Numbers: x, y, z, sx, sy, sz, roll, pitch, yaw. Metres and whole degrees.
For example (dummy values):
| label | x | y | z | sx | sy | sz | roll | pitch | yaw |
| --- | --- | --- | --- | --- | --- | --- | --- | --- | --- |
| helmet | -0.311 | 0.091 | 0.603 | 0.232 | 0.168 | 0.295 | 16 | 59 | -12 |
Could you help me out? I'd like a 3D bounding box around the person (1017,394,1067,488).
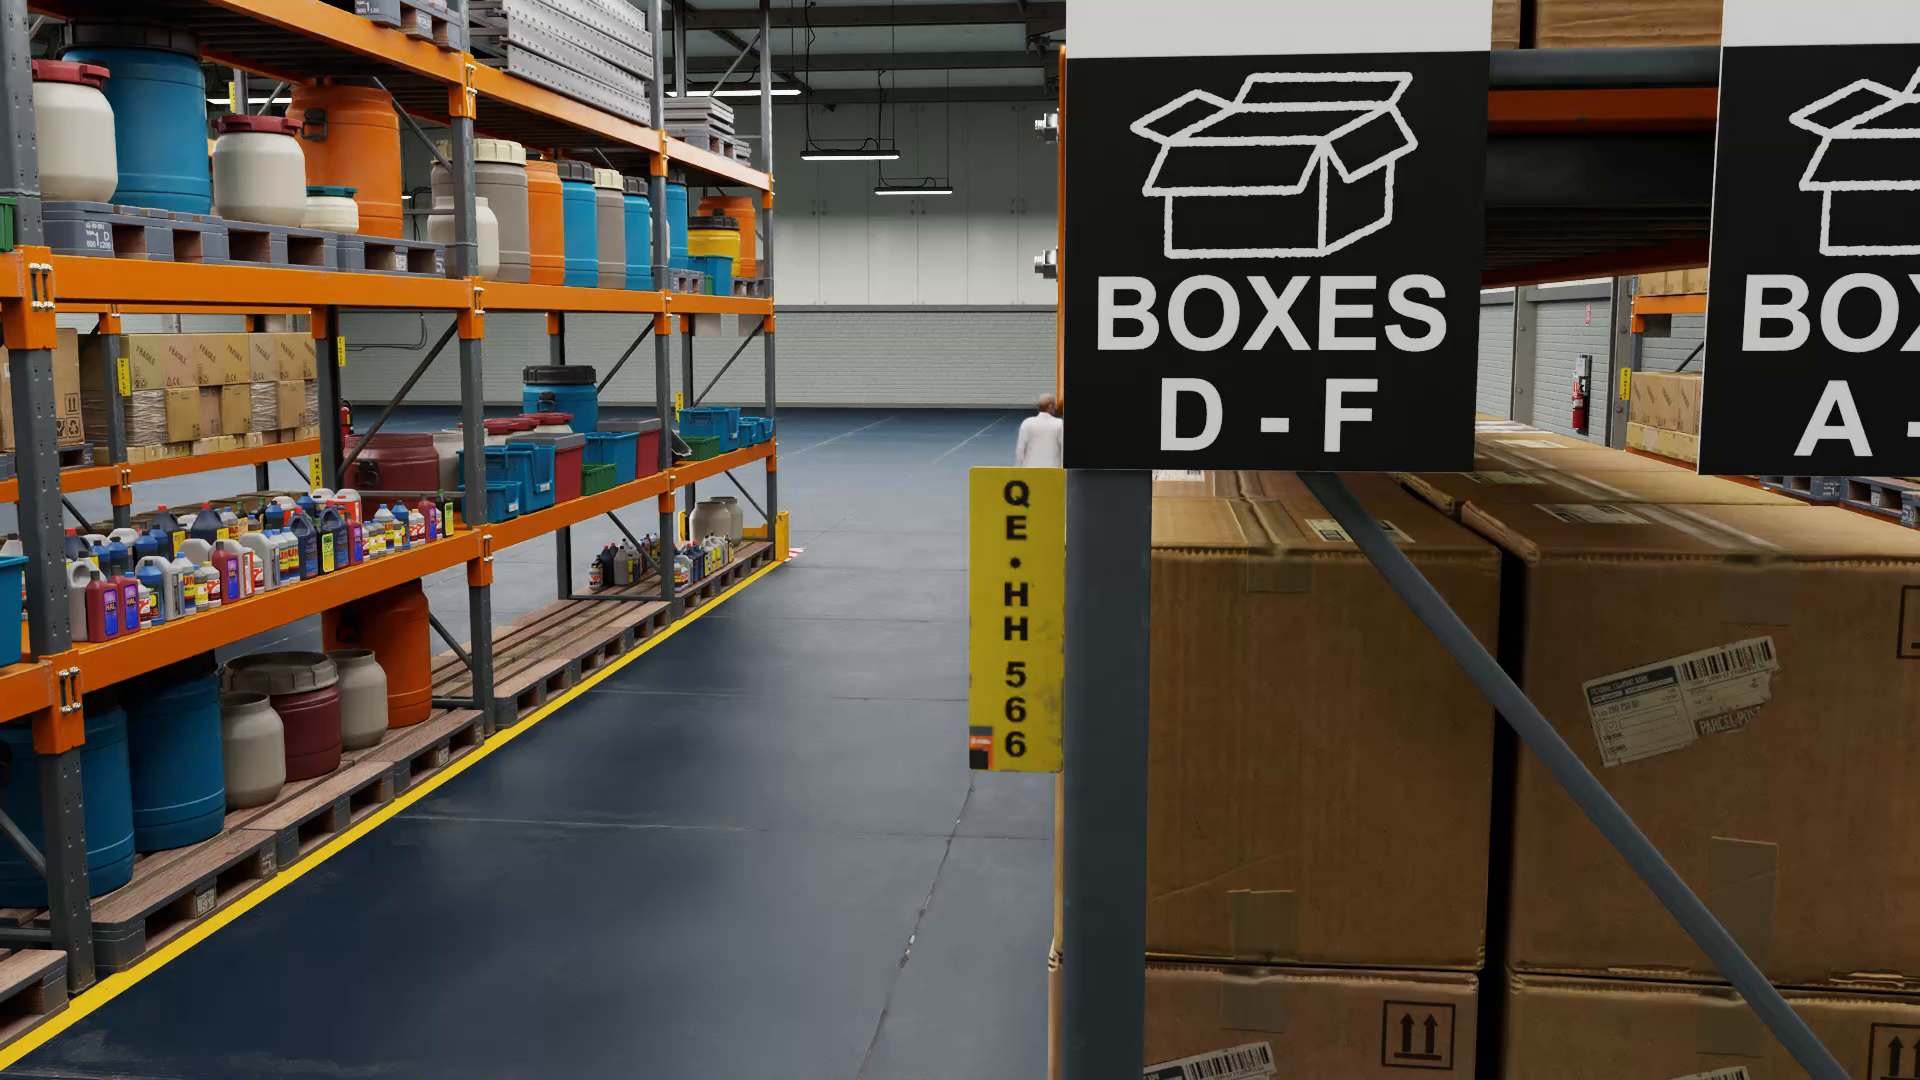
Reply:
| label | x | y | z | sx | sy | sz | roll | pitch | yaw |
| --- | --- | --- | --- | --- | --- | --- | --- | --- | --- |
| person | 0.913 | -0.698 | 18.162 | 0.597 | 1.807 | 0.648 | 0 | 7 | 0 |
